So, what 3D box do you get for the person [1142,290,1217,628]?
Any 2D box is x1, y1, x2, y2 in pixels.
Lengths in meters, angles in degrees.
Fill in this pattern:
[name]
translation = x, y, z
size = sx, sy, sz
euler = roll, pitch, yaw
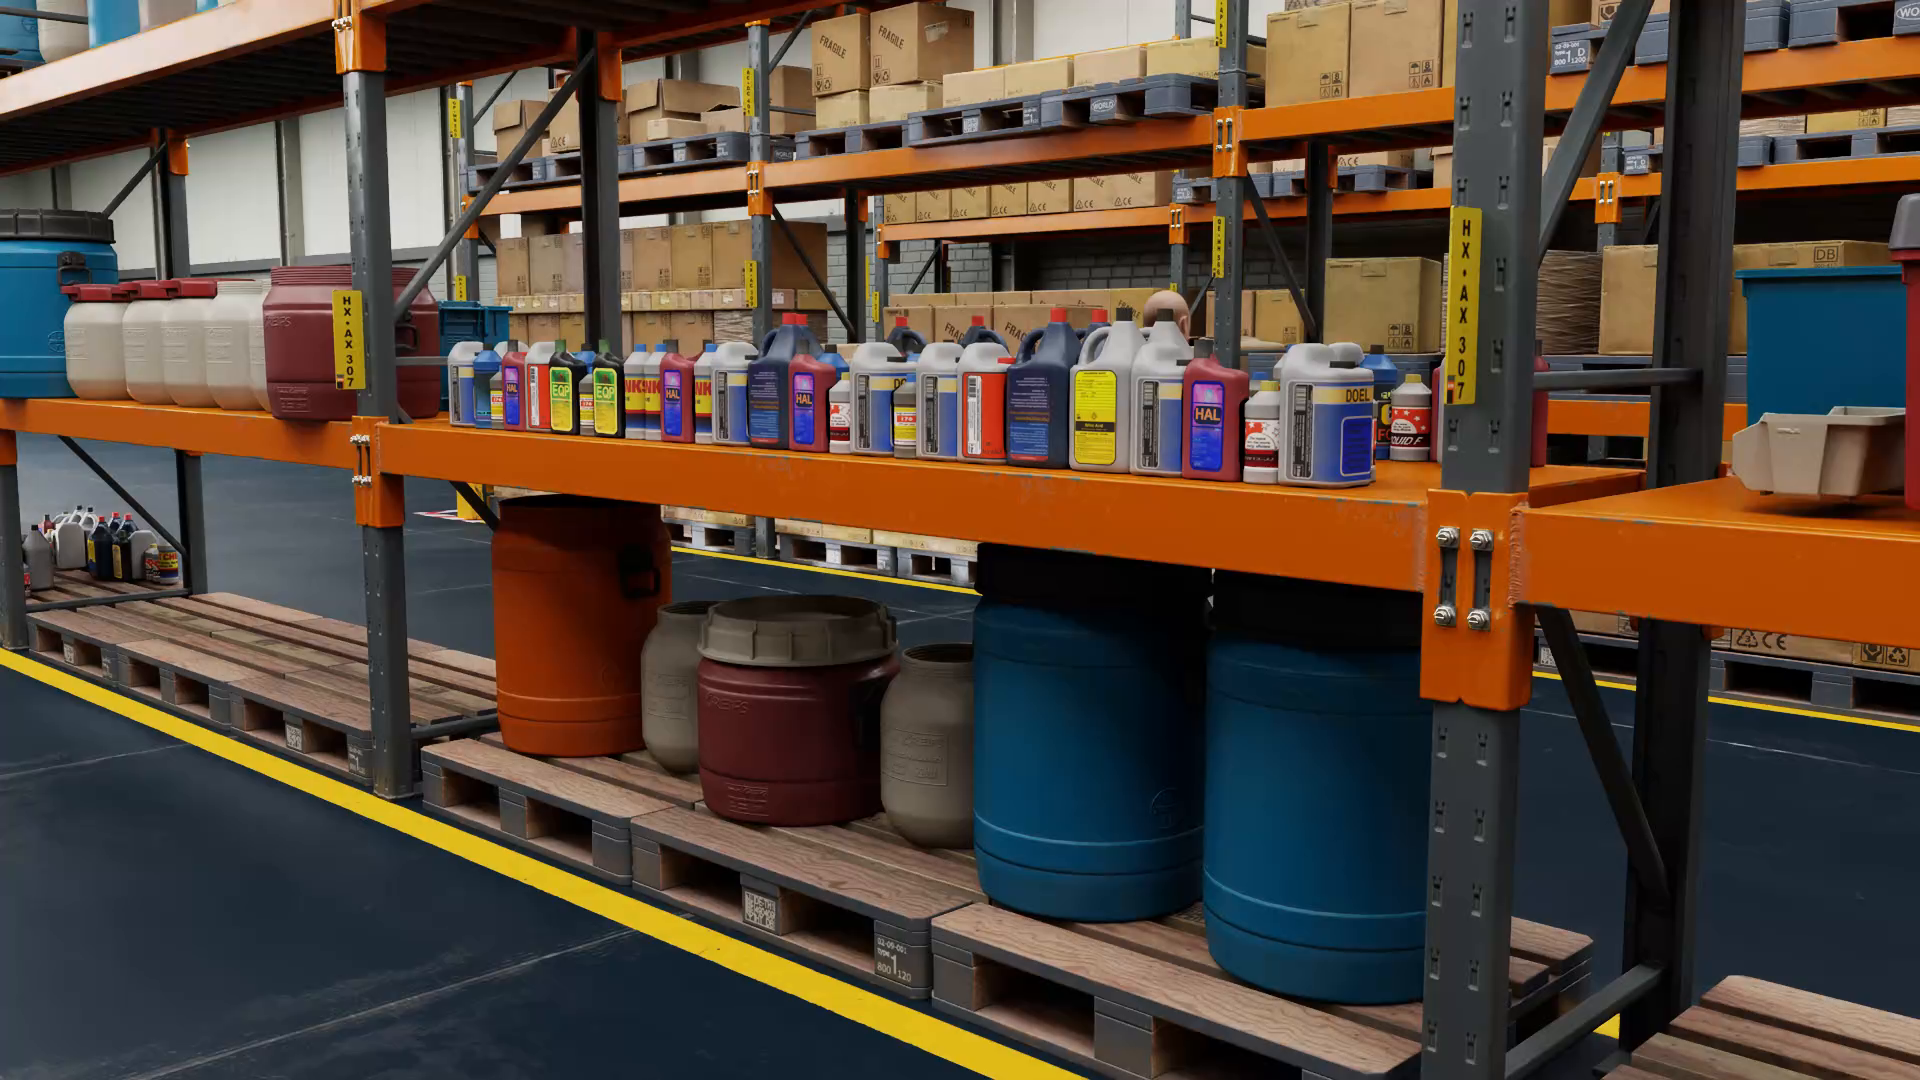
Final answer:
[person]
translation = 0.796, -0.090, 6.555
size = 0.653, 1.774, 0.424
euler = 6, 9, 40
